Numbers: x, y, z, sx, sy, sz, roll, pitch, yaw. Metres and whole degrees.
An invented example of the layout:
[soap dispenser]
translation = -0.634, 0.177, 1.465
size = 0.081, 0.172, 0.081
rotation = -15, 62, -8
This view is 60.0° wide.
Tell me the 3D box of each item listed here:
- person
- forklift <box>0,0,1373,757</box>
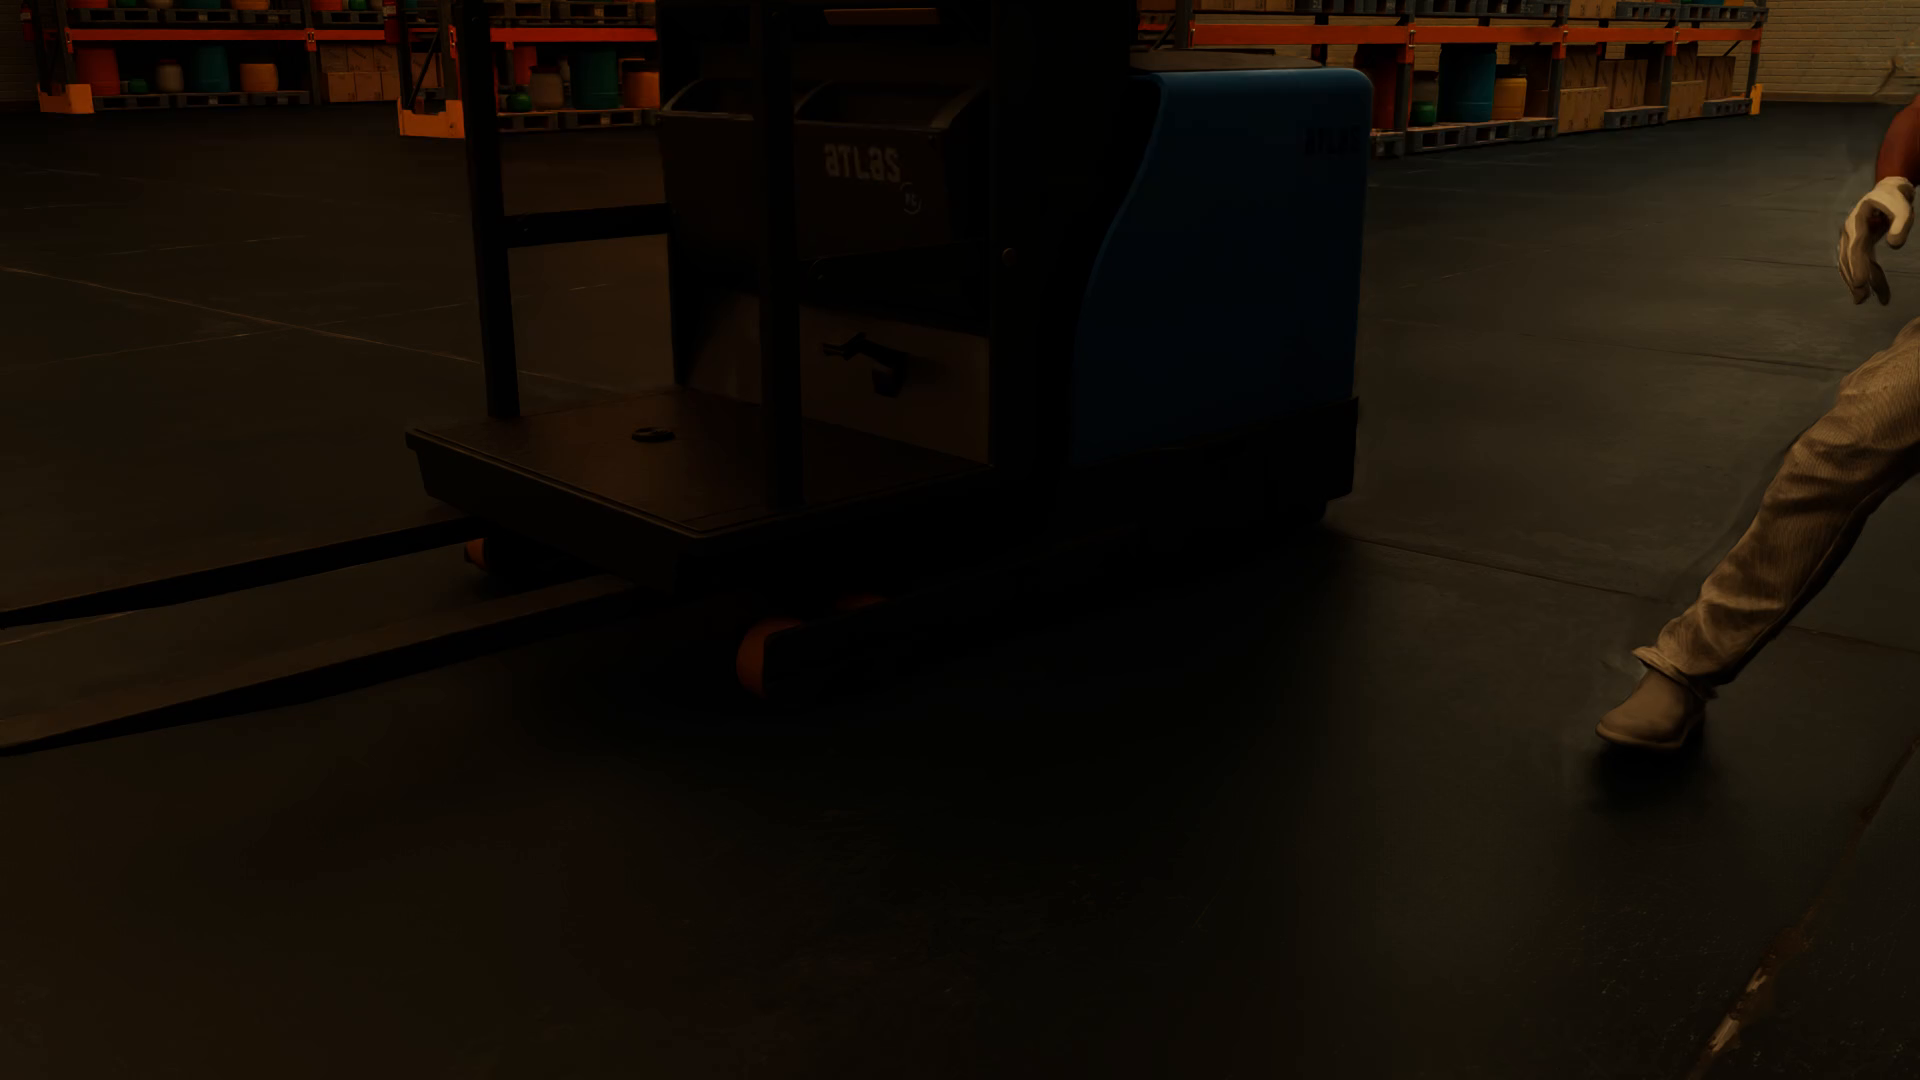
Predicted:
[person]
translation = 1.752, -0.361, 2.426
size = 1.010, 1.585, 1.162
rotation = -14, 22, -38
[forklift]
translation = -0.450, -1.272, 3.086
size = 3.031, 2.935, 1.130
rotation = -15, 23, -41
